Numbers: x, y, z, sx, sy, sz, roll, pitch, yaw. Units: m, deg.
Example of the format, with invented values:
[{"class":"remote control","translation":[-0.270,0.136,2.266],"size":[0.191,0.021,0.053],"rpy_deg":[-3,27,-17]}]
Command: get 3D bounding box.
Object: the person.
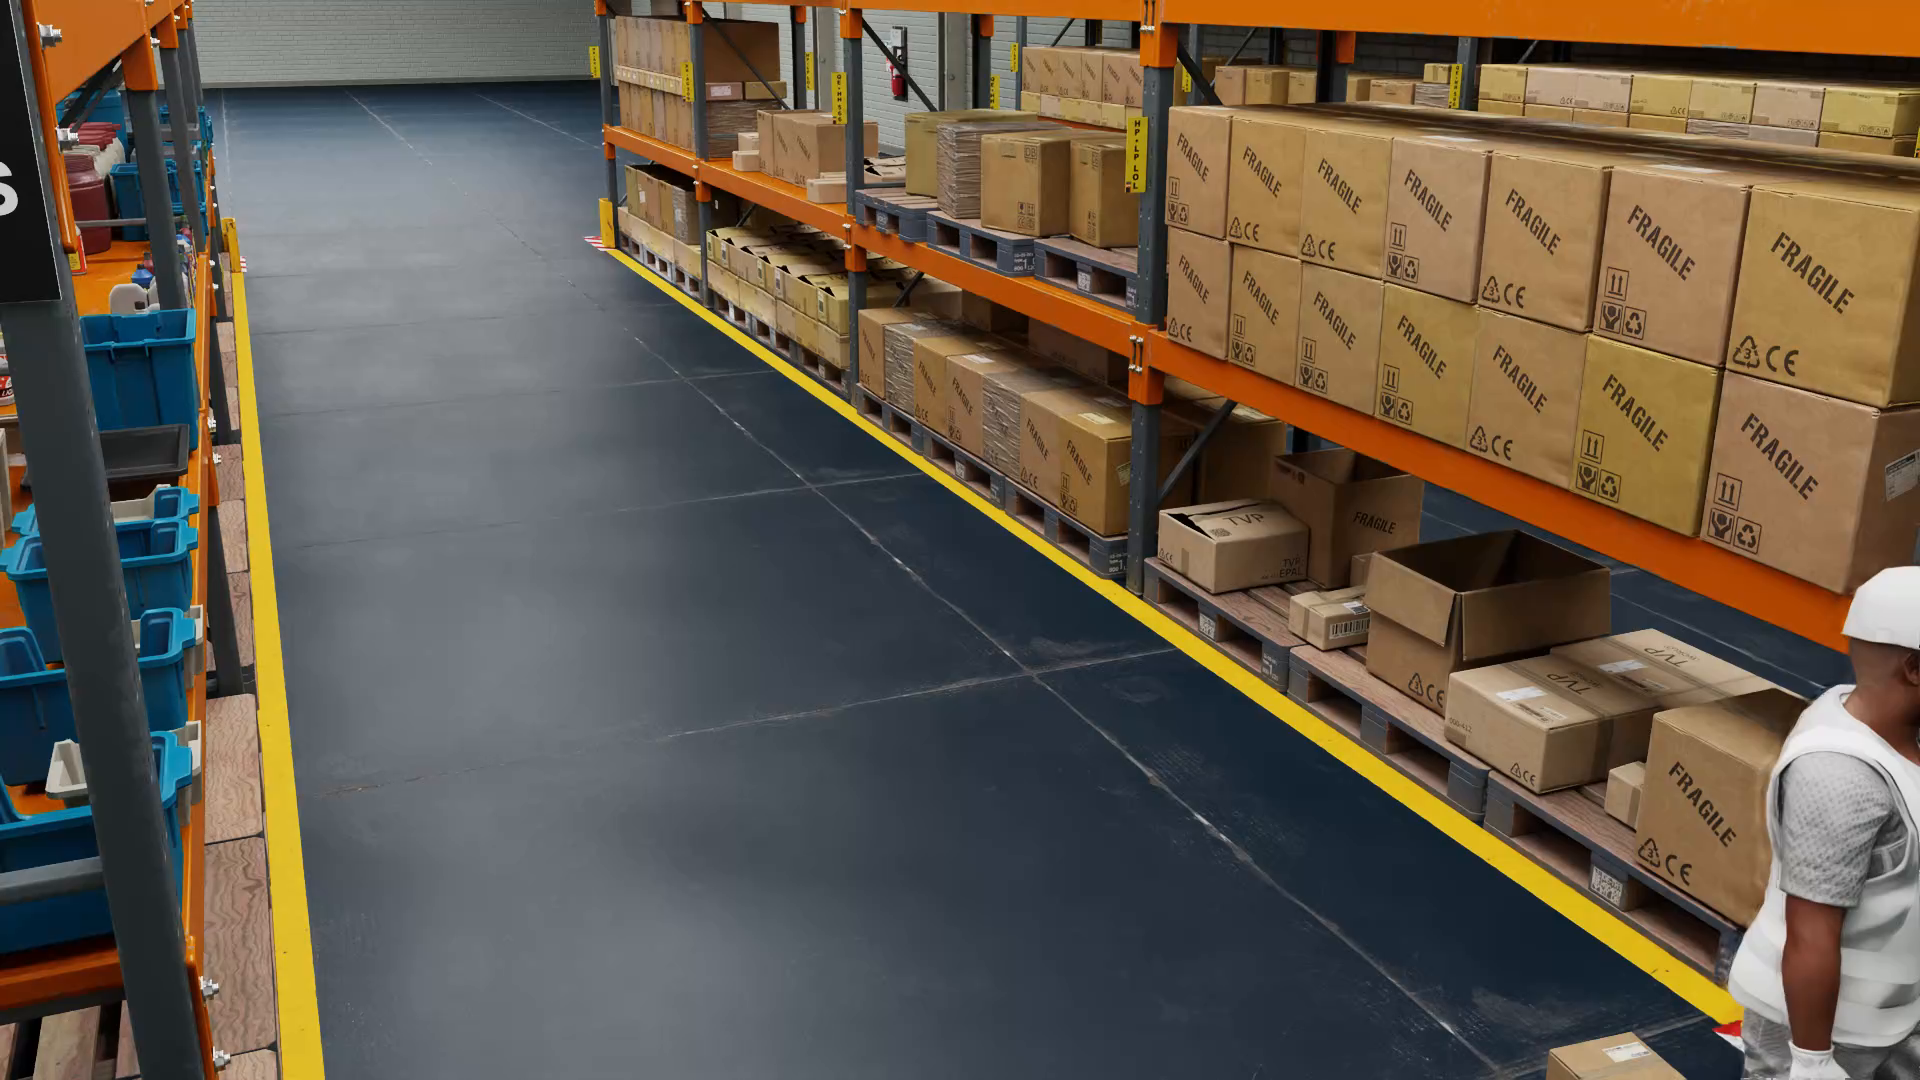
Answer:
[{"class":"person","translation":[1.760,0.923,3.246],"size":[0.475,1.773,0.652],"rpy_deg":[16,24,39]}]
